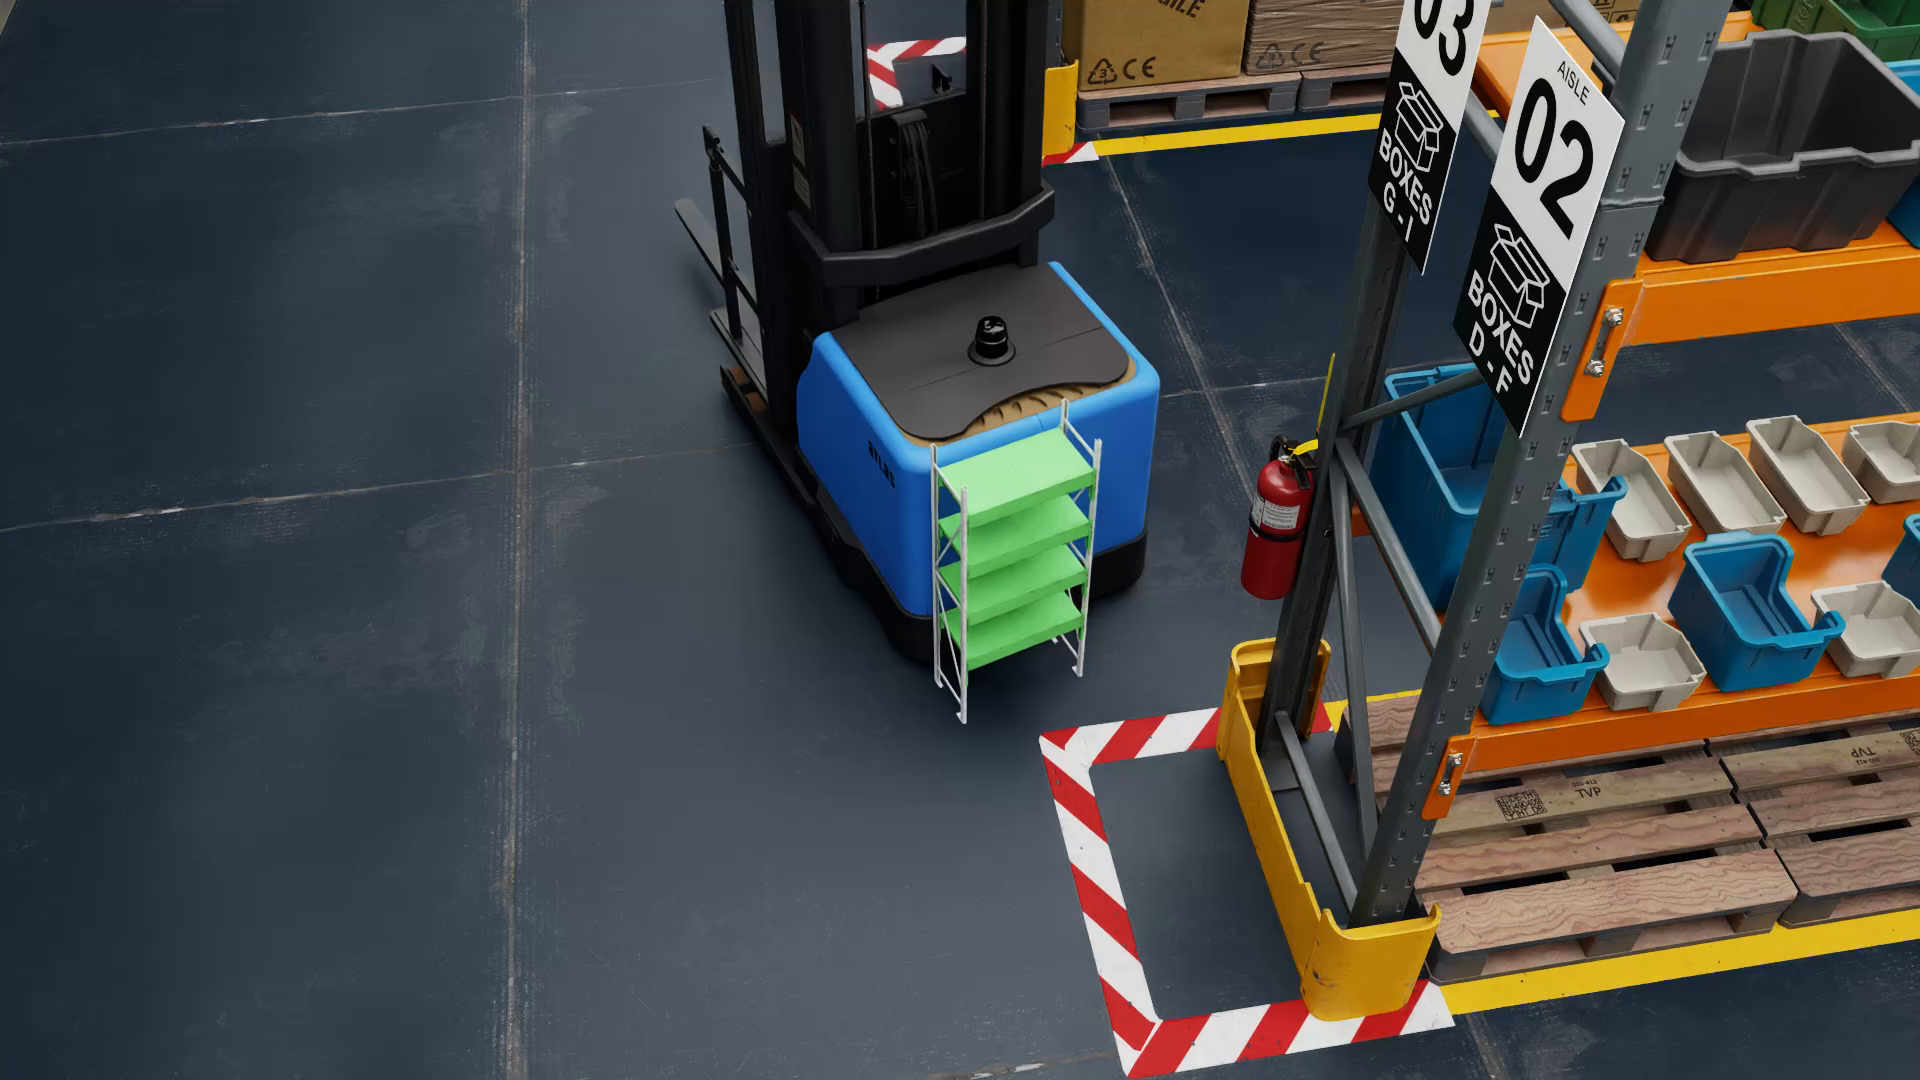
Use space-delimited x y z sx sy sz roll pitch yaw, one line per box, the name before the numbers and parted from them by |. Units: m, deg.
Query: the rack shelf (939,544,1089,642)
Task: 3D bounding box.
rack shelf | 0.182 0.147 5.864 0.480 0.148 0.258 -20 49 -18

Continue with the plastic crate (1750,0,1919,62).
plastic crate | 2.130 -1.244 3.930 0.336 0.188 0.450 -7 46 -7

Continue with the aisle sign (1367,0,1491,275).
aisle sign | 1.086 -1.054 3.877 0.004 0.787 0.394 -7 46 -7

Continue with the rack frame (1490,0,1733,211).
rack frame | 1.207 -2.035 2.461 0.127 3.000 1.000 -7 46 -7

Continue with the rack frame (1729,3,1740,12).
rack frame | 4.304 -3.959 8.481 0.127 3.000 1.000 -7 46 -7

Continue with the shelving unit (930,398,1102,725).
shelving unit | 0.182 0.103 5.818 0.503 1.200 0.258 -20 49 -18

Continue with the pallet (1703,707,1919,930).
pallet | 3.226 0.793 5.839 1.213 0.211 1.003 -7 46 -7

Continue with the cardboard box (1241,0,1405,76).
cardboard box | 1.876 -3.123 8.860 0.875 0.875 0.875 -7 46 -7

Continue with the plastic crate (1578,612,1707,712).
plastic crate | 1.837 0.340 4.481 0.298 0.136 0.250 -7 46 -7

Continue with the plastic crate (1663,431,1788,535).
plastic crate | 2.268 -0.136 4.940 0.243 0.136 0.396 -7 46 -7

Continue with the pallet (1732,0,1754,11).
pallet | 5.051 -3.140 9.628 1.213 0.211 1.003 -7 46 -7

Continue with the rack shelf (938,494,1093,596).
rack shelf | 0.182 -0.020 5.691 0.480 0.148 0.258 -20 49 -18

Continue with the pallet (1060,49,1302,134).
pallet | 1.137 -2.654 9.160 1.213 0.211 1.003 -7 46 -7

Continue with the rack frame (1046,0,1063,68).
rack frame | 0.363 -3.468 8.008 0.127 3.000 1.000 -7 46 -7

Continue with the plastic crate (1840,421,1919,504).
plastic crate | 2.827 -0.237 5.037 0.250 0.136 0.298 -7 46 -7

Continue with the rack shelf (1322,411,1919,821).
rack shelf | 3.178 0.051 5.118 4.000 0.370 1.077 -7 46 -7

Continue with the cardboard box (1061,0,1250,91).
cardboard box | 0.980 -3.011 8.752 0.875 0.875 0.875 -7 46 -7

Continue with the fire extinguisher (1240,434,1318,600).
fire extinguisher | 0.981 -0.101 5.077 0.183 0.674 0.296 -7 46 -7

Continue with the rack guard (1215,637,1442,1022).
rack guard | 1.186 0.926 5.510 0.348 0.500 1.175 -7 46 -7

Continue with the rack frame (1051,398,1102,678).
rack frame | 0.399 0.023 5.894 0.015 1.200 0.240 -20 49 -18

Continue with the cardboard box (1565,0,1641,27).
cardboard box | 3.640 -3.343 9.072 0.875 0.875 0.875 -7 46 -7

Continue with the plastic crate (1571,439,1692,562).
plastic crate | 1.980 -0.111 4.915 0.243 0.136 0.396 -7 46 -7

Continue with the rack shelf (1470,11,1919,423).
rack shelf | 3.178 -0.990 4.037 4.000 0.370 1.077 -7 46 -7

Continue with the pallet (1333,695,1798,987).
pallet | 2.026 0.941 5.697 1.213 0.211 1.003 -7 46 -7

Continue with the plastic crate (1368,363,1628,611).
plastic crate | 1.505 -0.160 4.755 0.499 0.435 0.616 -7 46 -7

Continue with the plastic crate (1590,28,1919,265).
plastic crate | 1.634 -0.798 3.444 0.590 0.269 0.497 -7 46 -7

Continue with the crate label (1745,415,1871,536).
crate label | 2.538 -0.188 4.990 0.243 0.136 0.396 -7 46 -7

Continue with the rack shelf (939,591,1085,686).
rack shelf | 0.182 0.313 6.037 0.480 0.148 0.258 -20 49 -18

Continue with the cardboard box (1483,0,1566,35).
cardboard box | 2.753 -3.233 8.965 0.875 0.875 0.875 -7 46 -7

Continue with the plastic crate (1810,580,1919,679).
plastic crate | 2.505 0.257 4.561 0.298 0.136 0.250 -7 46 -7

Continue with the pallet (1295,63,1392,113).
pallet | 2.337 -2.801 9.302 1.213 0.211 1.003 -7 46 -7

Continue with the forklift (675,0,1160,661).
forklift | -0.393 -1.631 6.286 1.130 2.935 3.031 -20 49 -18

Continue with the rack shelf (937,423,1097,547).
rack shelf | 0.182 -0.186 5.518 0.480 0.148 0.258 -20 49 -18

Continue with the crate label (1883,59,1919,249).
crate label | 2.171 -0.826 3.483 0.502 0.251 0.408 -7 46 -7

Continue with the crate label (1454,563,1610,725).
crate label | 1.507 0.287 4.465 0.303 0.233 0.416 -7 46 -7

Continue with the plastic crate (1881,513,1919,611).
plastic crate | 2.804 0.126 4.620 0.300 0.233 0.416 -7 46 -7

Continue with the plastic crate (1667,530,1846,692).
plastic crate | 2.155 0.207 4.543 0.300 0.233 0.416 -7 46 -7

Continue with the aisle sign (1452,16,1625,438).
aisle sign | 1.187 -0.635 3.474 0.004 0.787 0.394 -7 46 -7

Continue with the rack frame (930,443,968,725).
rack frame | -0.036 0.182 5.741 0.015 1.200 0.240 -20 49 -18

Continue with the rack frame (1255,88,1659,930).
rack frame | 1.207 0.047 4.622 0.127 3.000 1.000 -7 46 -7

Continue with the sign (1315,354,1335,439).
sign | 1.097 -0.398 4.937 0.005 0.325 0.100 -7 46 -7

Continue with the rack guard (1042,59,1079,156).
rack guard | 0.339 -2.597 8.905 0.348 0.500 1.175 -7 46 -7
